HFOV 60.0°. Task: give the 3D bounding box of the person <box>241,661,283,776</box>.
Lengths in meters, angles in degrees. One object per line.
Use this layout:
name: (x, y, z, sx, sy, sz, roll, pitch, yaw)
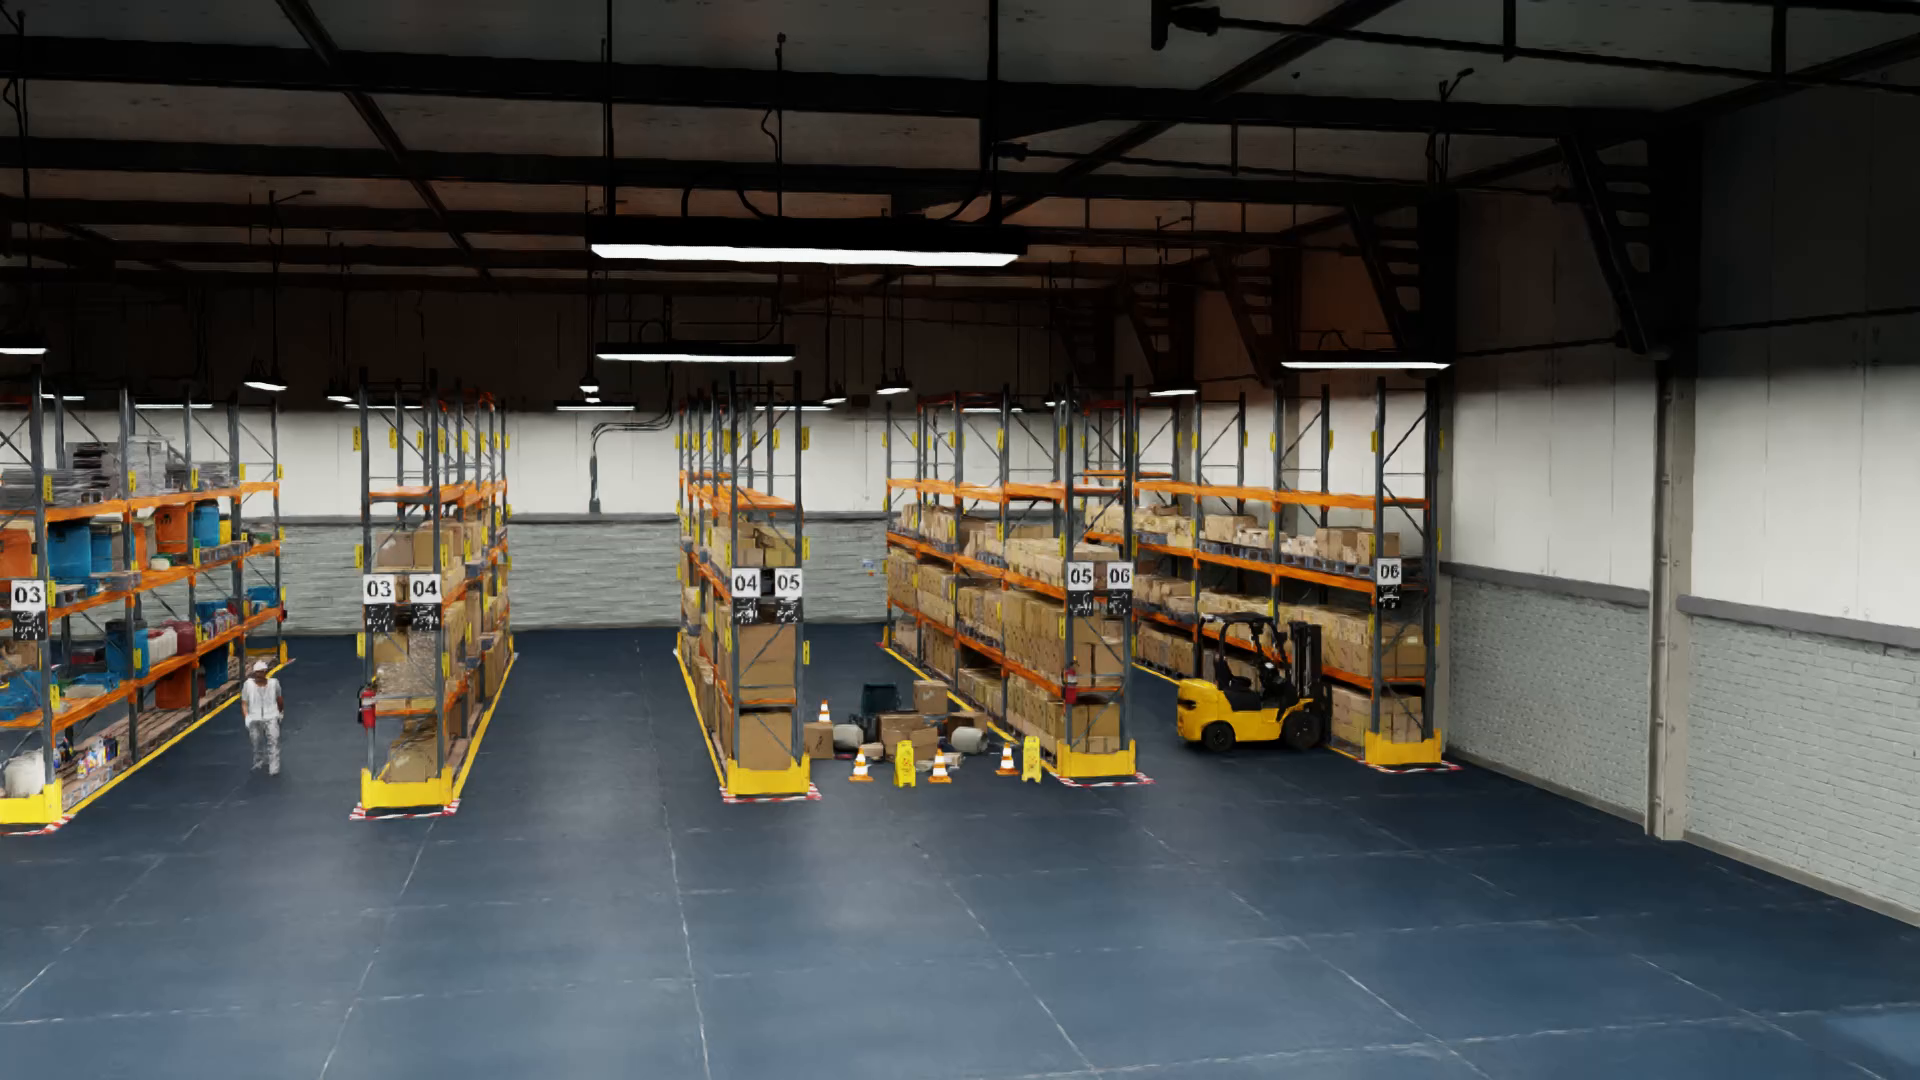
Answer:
person: (-10.449, 2.651, 24.906, 0.580, 1.705, 1.096, -1, 4, -21)
